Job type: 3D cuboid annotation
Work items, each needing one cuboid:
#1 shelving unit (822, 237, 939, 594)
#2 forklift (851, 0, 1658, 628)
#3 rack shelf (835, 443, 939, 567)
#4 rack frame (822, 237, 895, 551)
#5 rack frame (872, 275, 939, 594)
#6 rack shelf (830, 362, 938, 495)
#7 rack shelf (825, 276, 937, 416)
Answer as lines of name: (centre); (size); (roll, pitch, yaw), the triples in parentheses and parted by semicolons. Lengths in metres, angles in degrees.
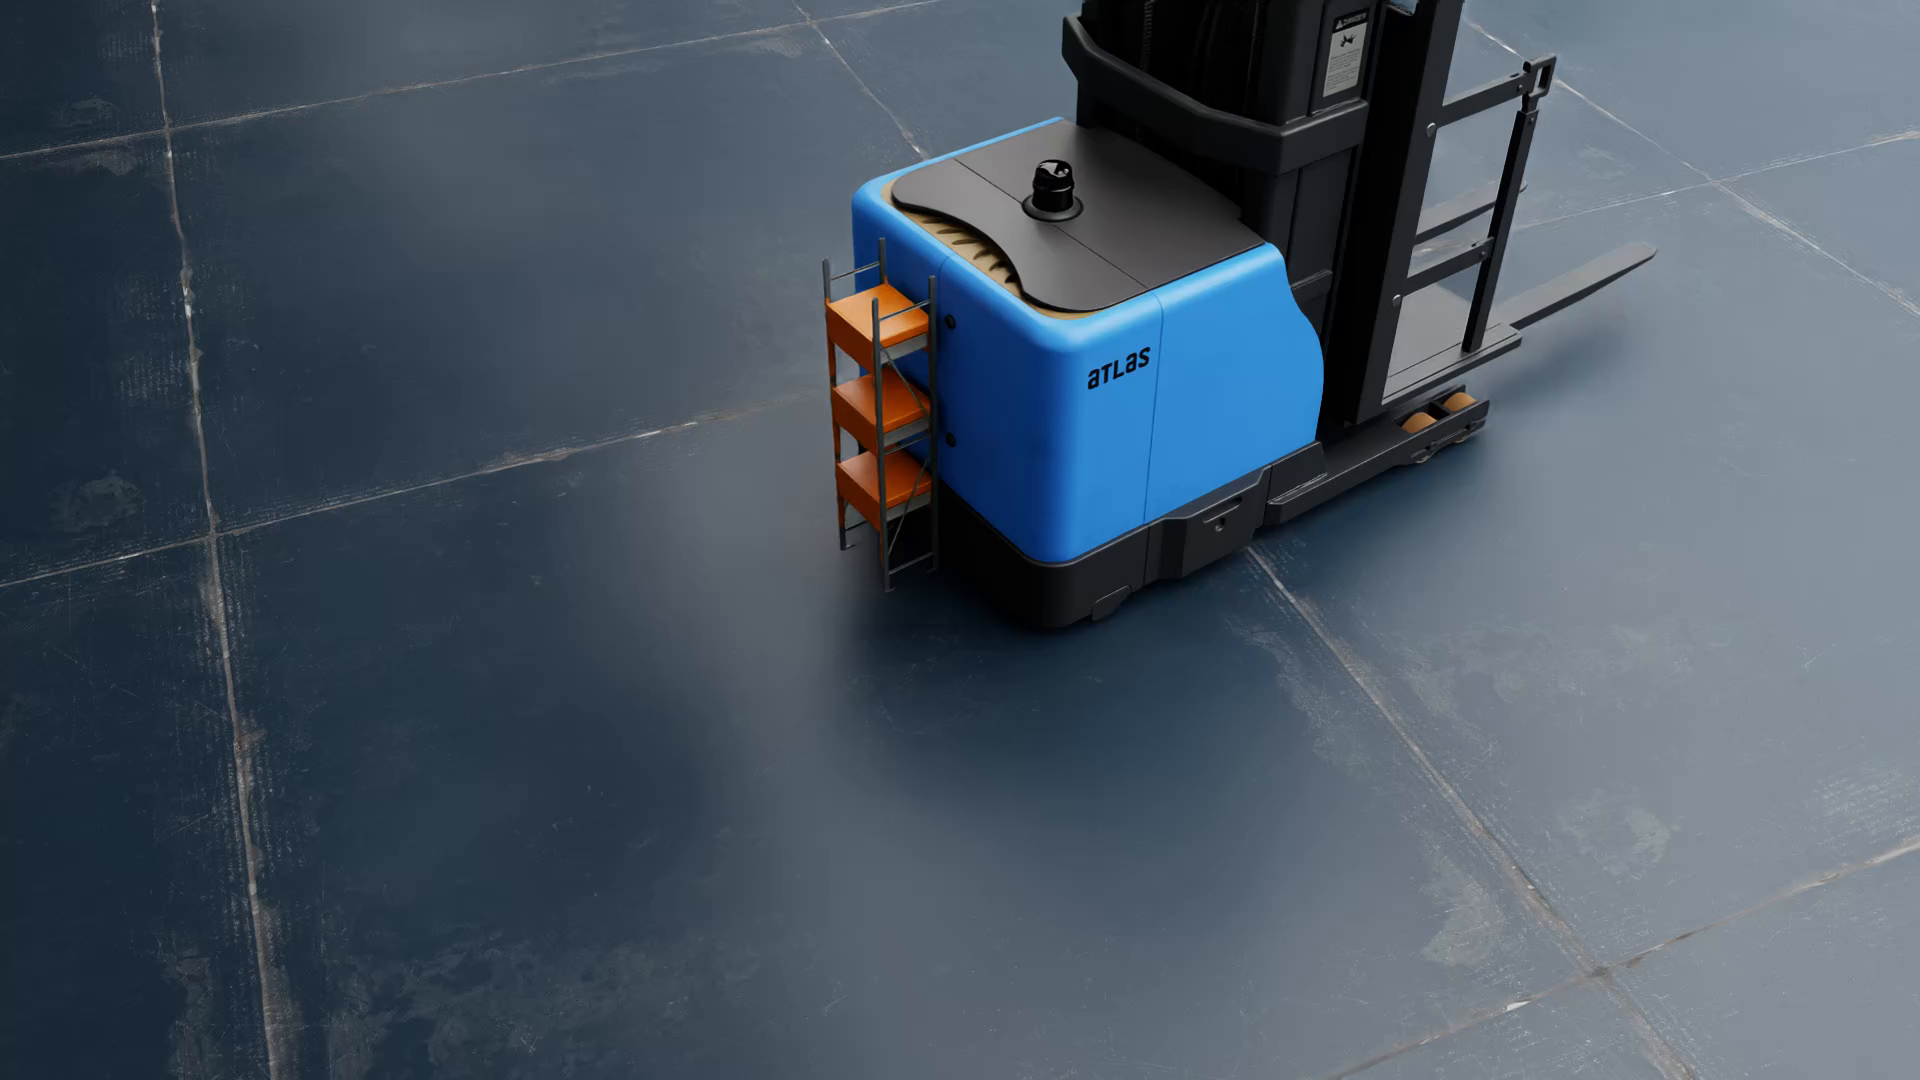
shelving unit: (-0.221, -0.338, 4.837); (0.215, 1.050, 0.252); (-25, 47, -26)
forklift: (1.165, -1.624, 4.891); (3.031, 2.935, 1.130); (-25, 47, -26)
rack shelf: (-0.220, -0.119, 5.026); (0.215, 0.259, 0.240); (-25, 47, -26)
rack frame: (-0.292, -0.402, 4.913); (0.200, 1.050, 0.008); (-25, 47, -26)
rack frame: (-0.149, -0.273, 4.762); (0.200, 1.050, 0.008); (-25, 47, -26)
rack shelf: (-0.220, -0.330, 4.844); (0.215, 0.259, 0.240); (-25, 47, -26)
rack shelf: (-0.221, -0.545, 4.659); (0.215, 0.259, 0.240); (-25, 47, -26)
